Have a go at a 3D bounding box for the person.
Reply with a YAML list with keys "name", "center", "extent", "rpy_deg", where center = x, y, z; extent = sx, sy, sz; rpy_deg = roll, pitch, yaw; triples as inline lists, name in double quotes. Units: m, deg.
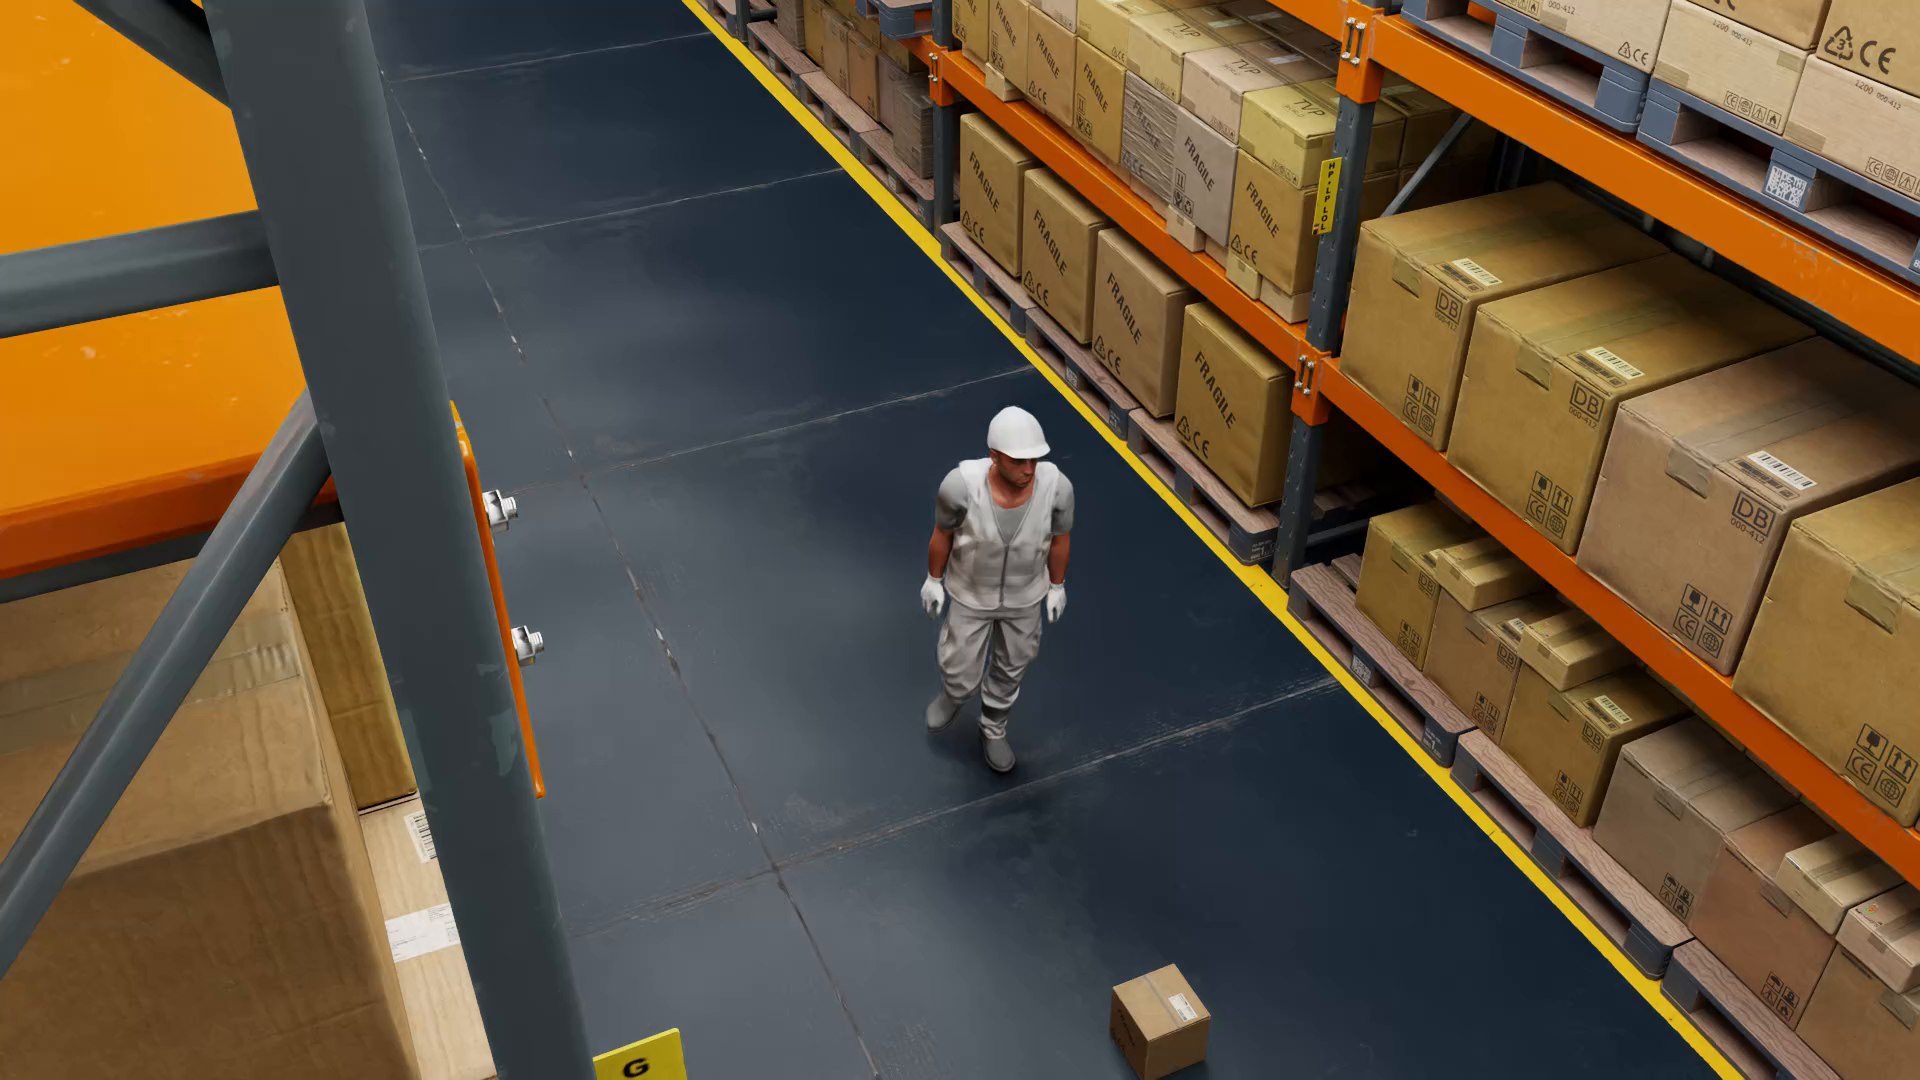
- name: "person"
  center: [0.140, 0.190, 6.569]
  extent: [0.587, 1.780, 0.538]
  rpy_deg: [-5, 37, -7]
